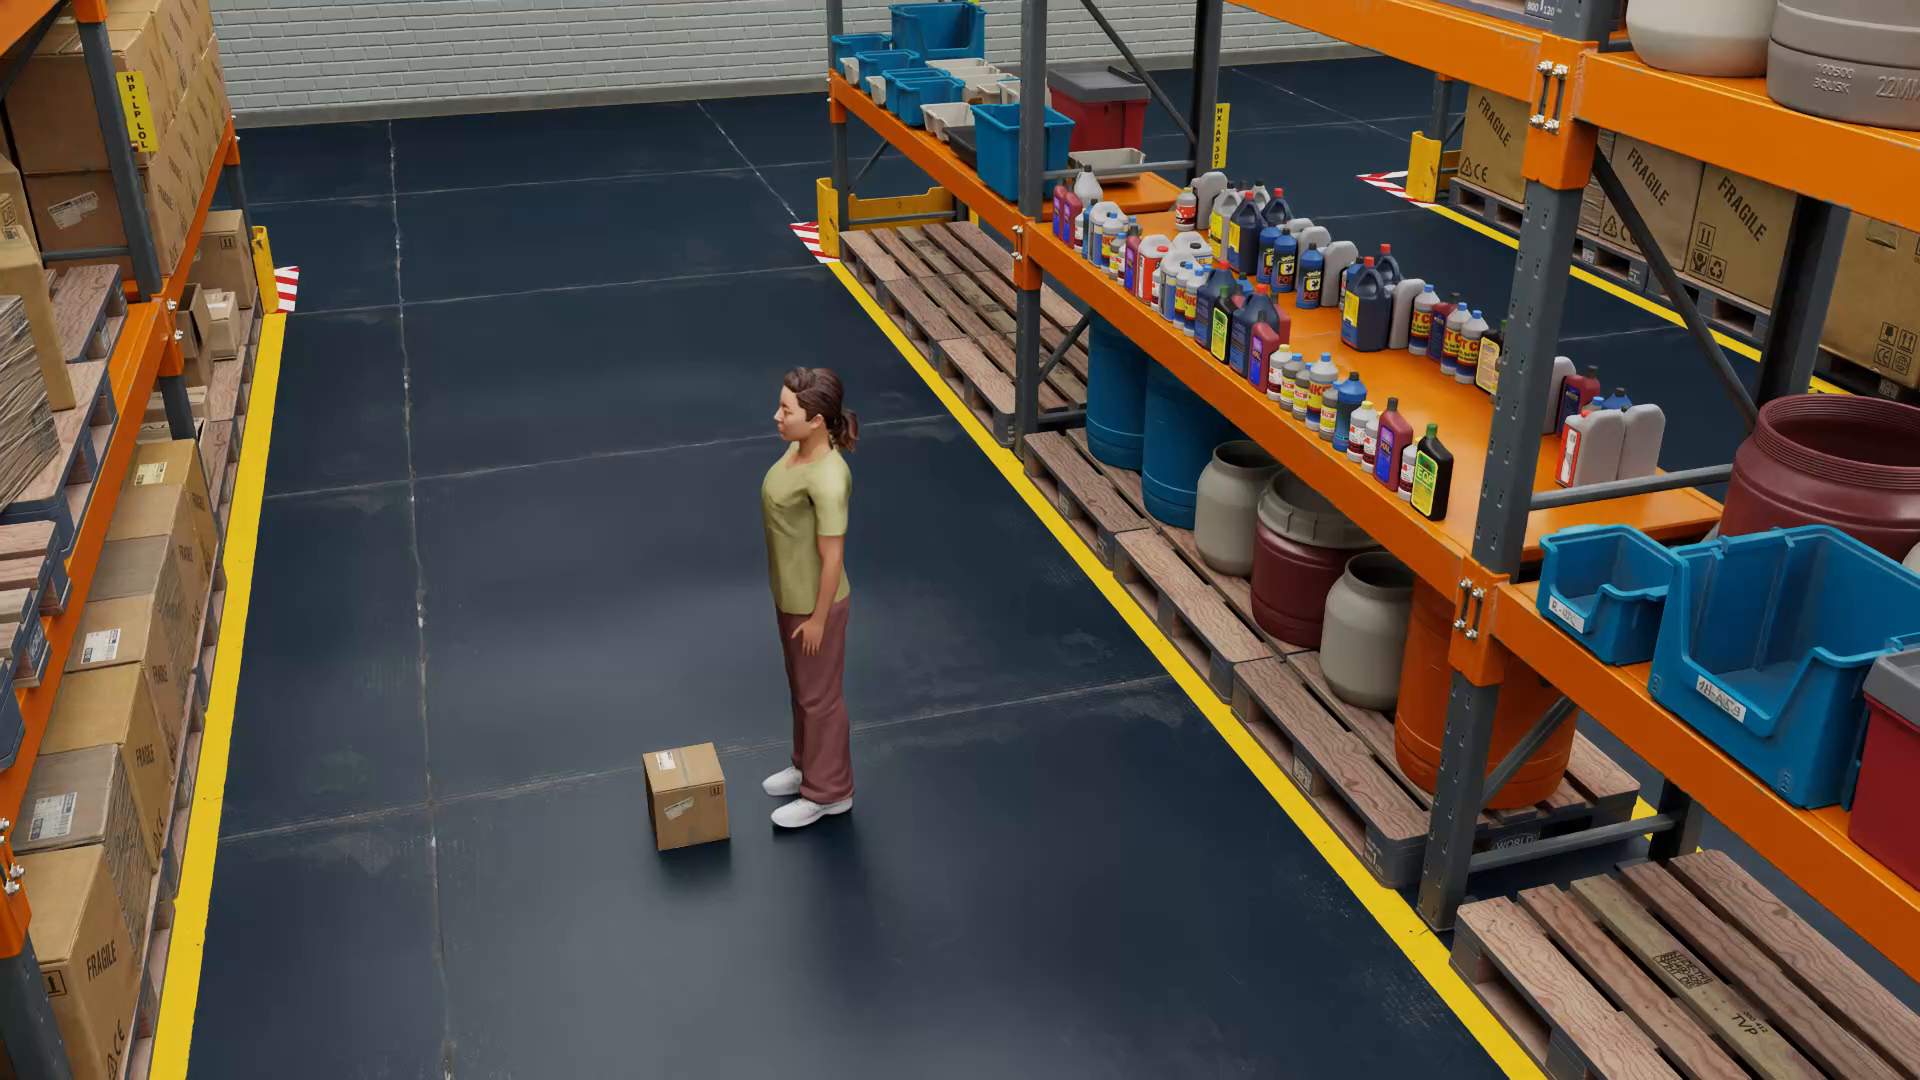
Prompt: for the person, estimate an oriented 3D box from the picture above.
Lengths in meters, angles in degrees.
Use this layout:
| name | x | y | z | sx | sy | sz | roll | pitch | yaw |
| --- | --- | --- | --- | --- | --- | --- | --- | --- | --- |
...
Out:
| name | x | y | z | sx | sy | sz | roll | pitch | yaw |
| --- | --- | --- | --- | --- | --- | --- | --- | --- | --- |
| person | -0.511 | 0.211 | 5.686 | 0.392 | 1.691 | 0.454 | -8 | 27 | -15 |
